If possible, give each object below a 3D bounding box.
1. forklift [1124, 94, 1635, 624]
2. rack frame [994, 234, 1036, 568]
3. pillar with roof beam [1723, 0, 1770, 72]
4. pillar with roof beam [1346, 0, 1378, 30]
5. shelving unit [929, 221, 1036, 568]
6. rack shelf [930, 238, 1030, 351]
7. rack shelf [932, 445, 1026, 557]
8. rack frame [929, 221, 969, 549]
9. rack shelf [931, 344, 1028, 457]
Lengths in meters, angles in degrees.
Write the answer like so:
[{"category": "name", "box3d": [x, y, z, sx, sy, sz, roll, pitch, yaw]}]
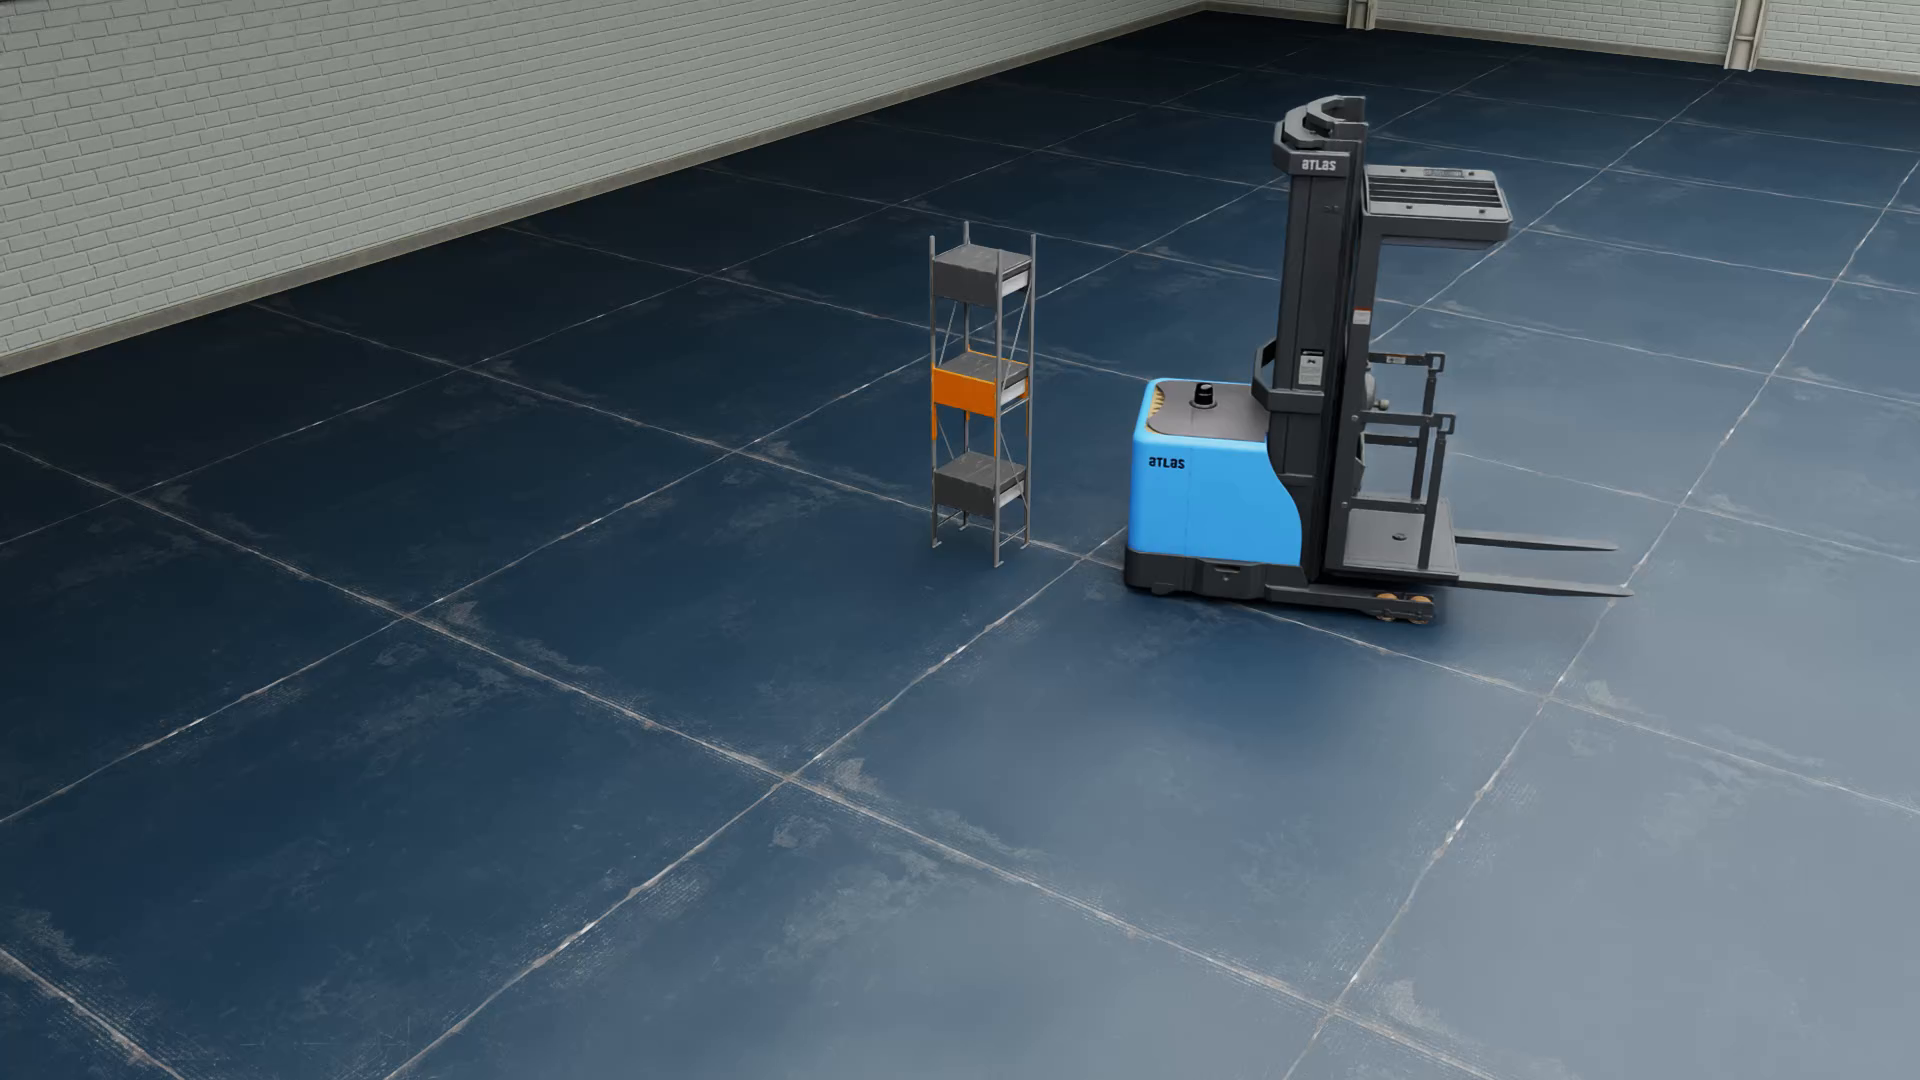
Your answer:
[{"category": "forklift", "box3d": [2.592, -1.062, 9.878, 3.031, 2.935, 1.130, 5, 27, 10]}, {"category": "rack frame", "box3d": [0.338, -0.831, 10.341, 0.015, 2.100, 0.400, 17, 32, 30]}, {"category": "pillar with roof beam", "box3d": [9.231, -9.458, 19.687, 0.400, 9.000, 9.100, 17, 32, 30]}, {"category": "pillar with roof beam", "box3d": [4.286, -10.999, 22.715, 0.400, 9.000, 9.100, 17, 32, 30]}, {"category": "shelving unit", "box3d": [0.136, -0.893, 10.464, 0.503, 2.100, 0.431, 17, 32, 30]}, {"category": "rack shelf", "box3d": [0.136, -1.505, 10.153, 0.480, 0.518, 0.431, 17, 32, 30]}, {"category": "rack shelf", "box3d": [0.136, -0.257, 10.788, 0.480, 0.518, 0.431, 17, 32, 30]}, {"category": "rack frame", "box3d": [-0.065, -0.956, 10.587, 0.015, 2.100, 0.400, 17, 32, 30]}, {"category": "rack shelf", "box3d": [0.136, -0.881, 10.470, 0.480, 0.518, 0.431, 17, 32, 30]}]
